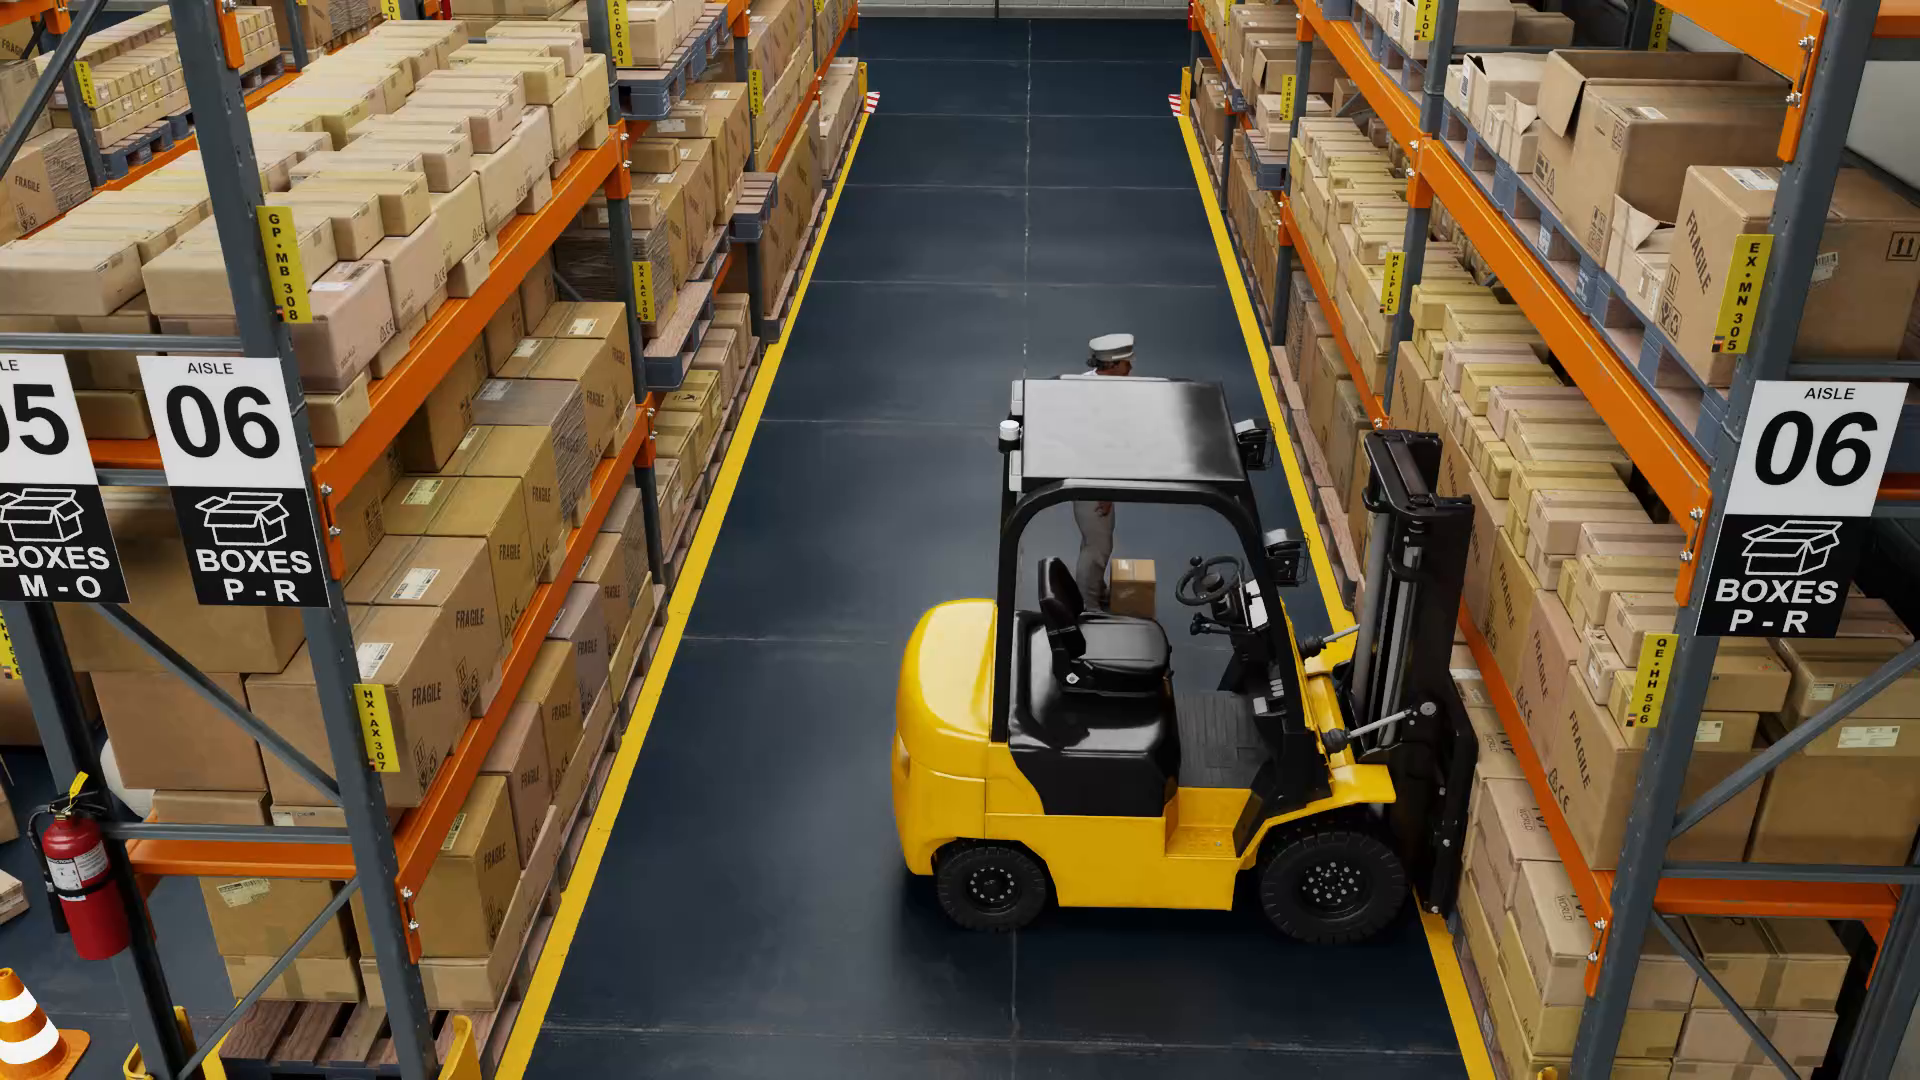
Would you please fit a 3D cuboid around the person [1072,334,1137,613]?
[{"bbox_3d":[0.772,-0.340,9.258,0.428,1.658,0.527,-1,28,-1],"label":"person"}]
